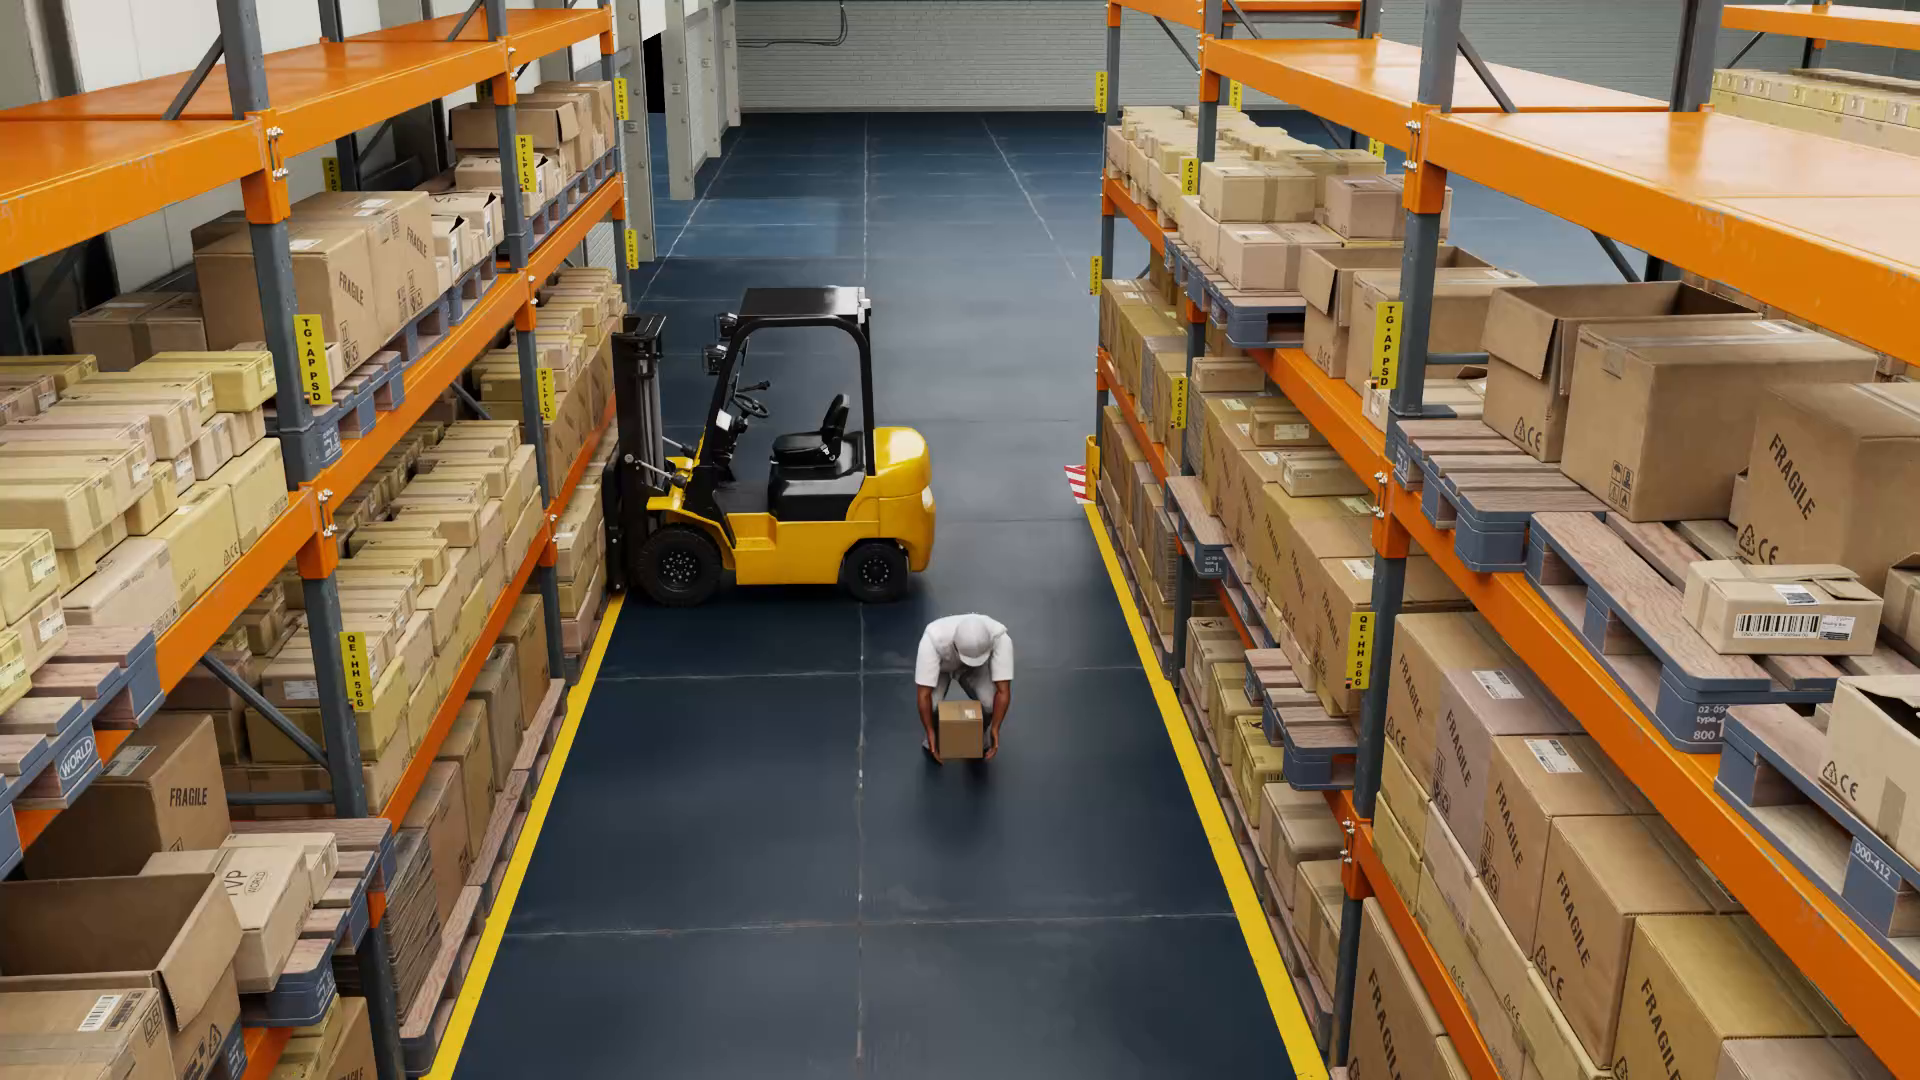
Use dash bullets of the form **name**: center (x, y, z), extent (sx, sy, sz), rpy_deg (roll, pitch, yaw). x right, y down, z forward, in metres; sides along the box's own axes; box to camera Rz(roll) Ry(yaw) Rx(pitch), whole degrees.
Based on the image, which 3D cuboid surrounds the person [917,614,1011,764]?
- **person**: center (0.020, 0.752, 9.909), extent (0.569, 0.869, 0.897), rpy_deg (-1, 20, -3)
